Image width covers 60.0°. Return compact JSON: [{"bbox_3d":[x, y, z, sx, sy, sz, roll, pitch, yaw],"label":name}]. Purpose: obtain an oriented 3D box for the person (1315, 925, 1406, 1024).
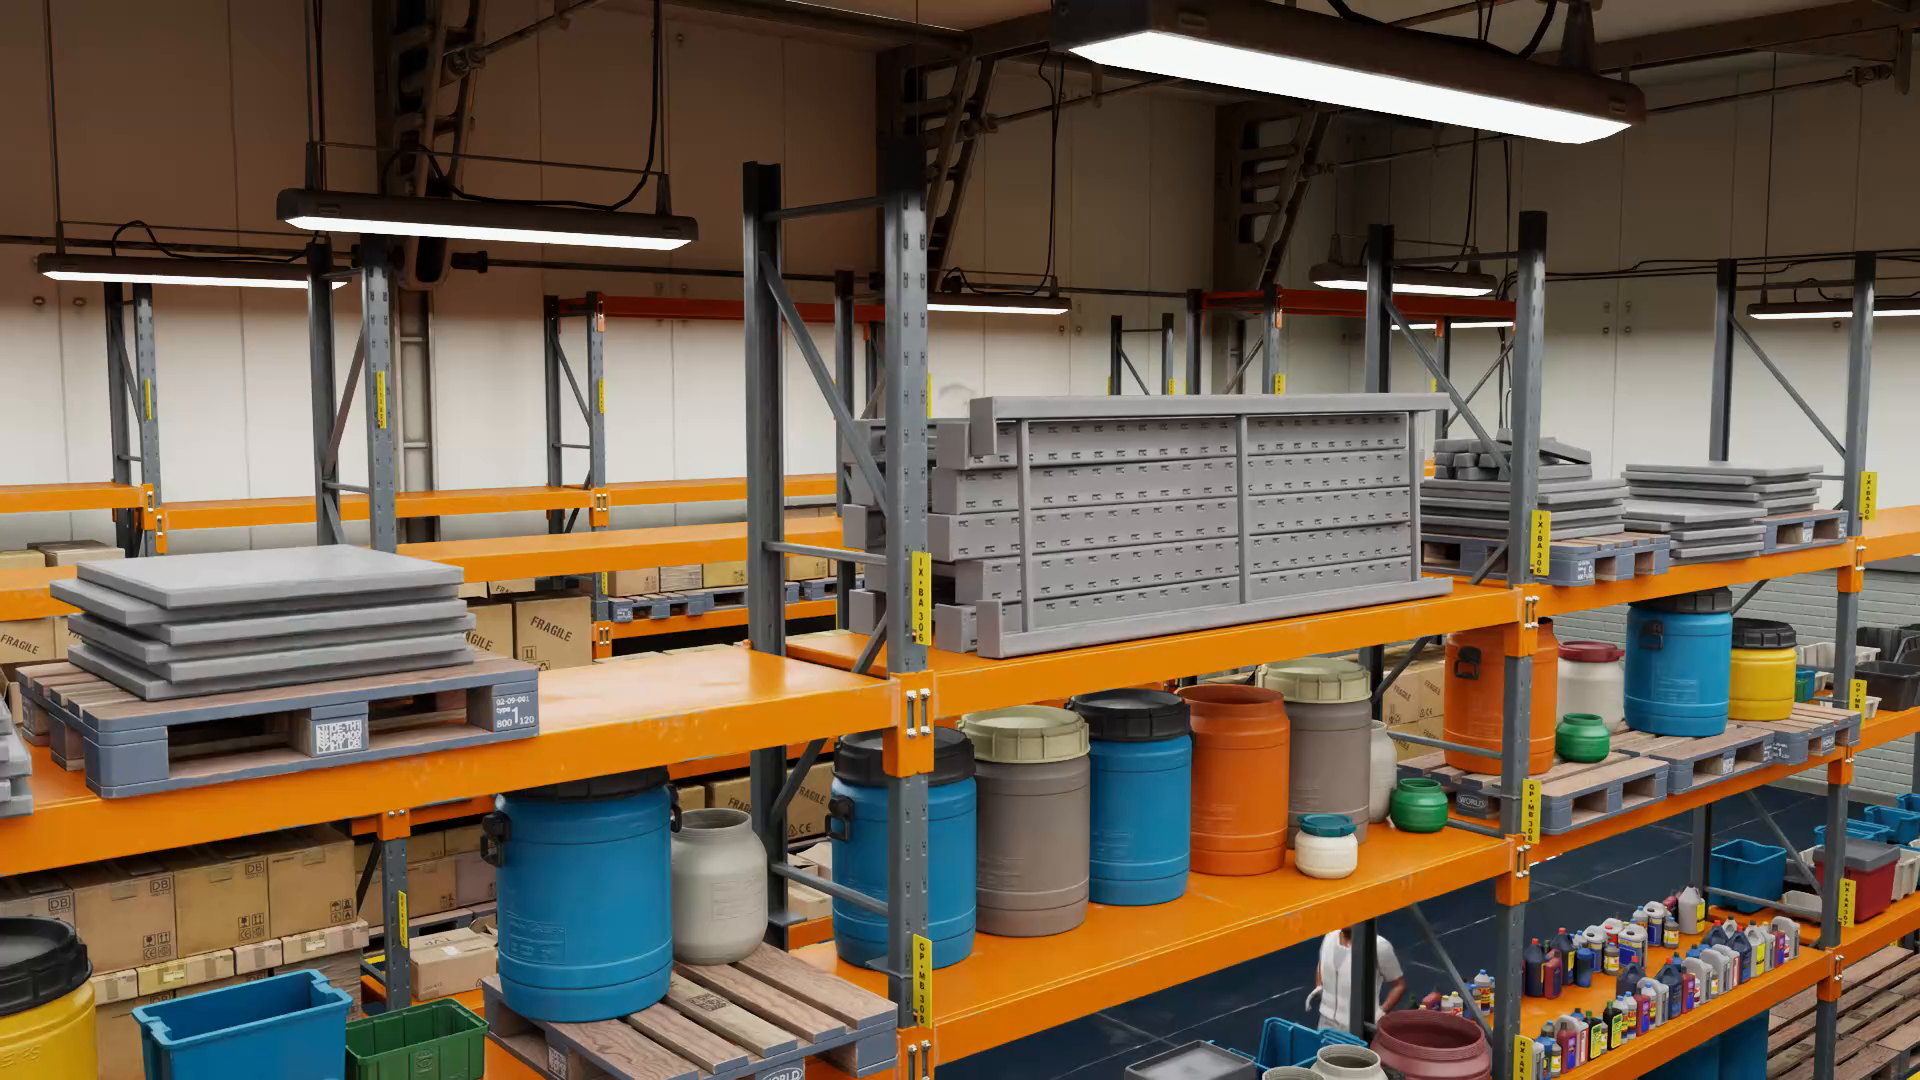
[{"bbox_3d":[2.665,3.244,11.266,0.600,1.703,0.685,-4,7,-38],"label":"person"}]
